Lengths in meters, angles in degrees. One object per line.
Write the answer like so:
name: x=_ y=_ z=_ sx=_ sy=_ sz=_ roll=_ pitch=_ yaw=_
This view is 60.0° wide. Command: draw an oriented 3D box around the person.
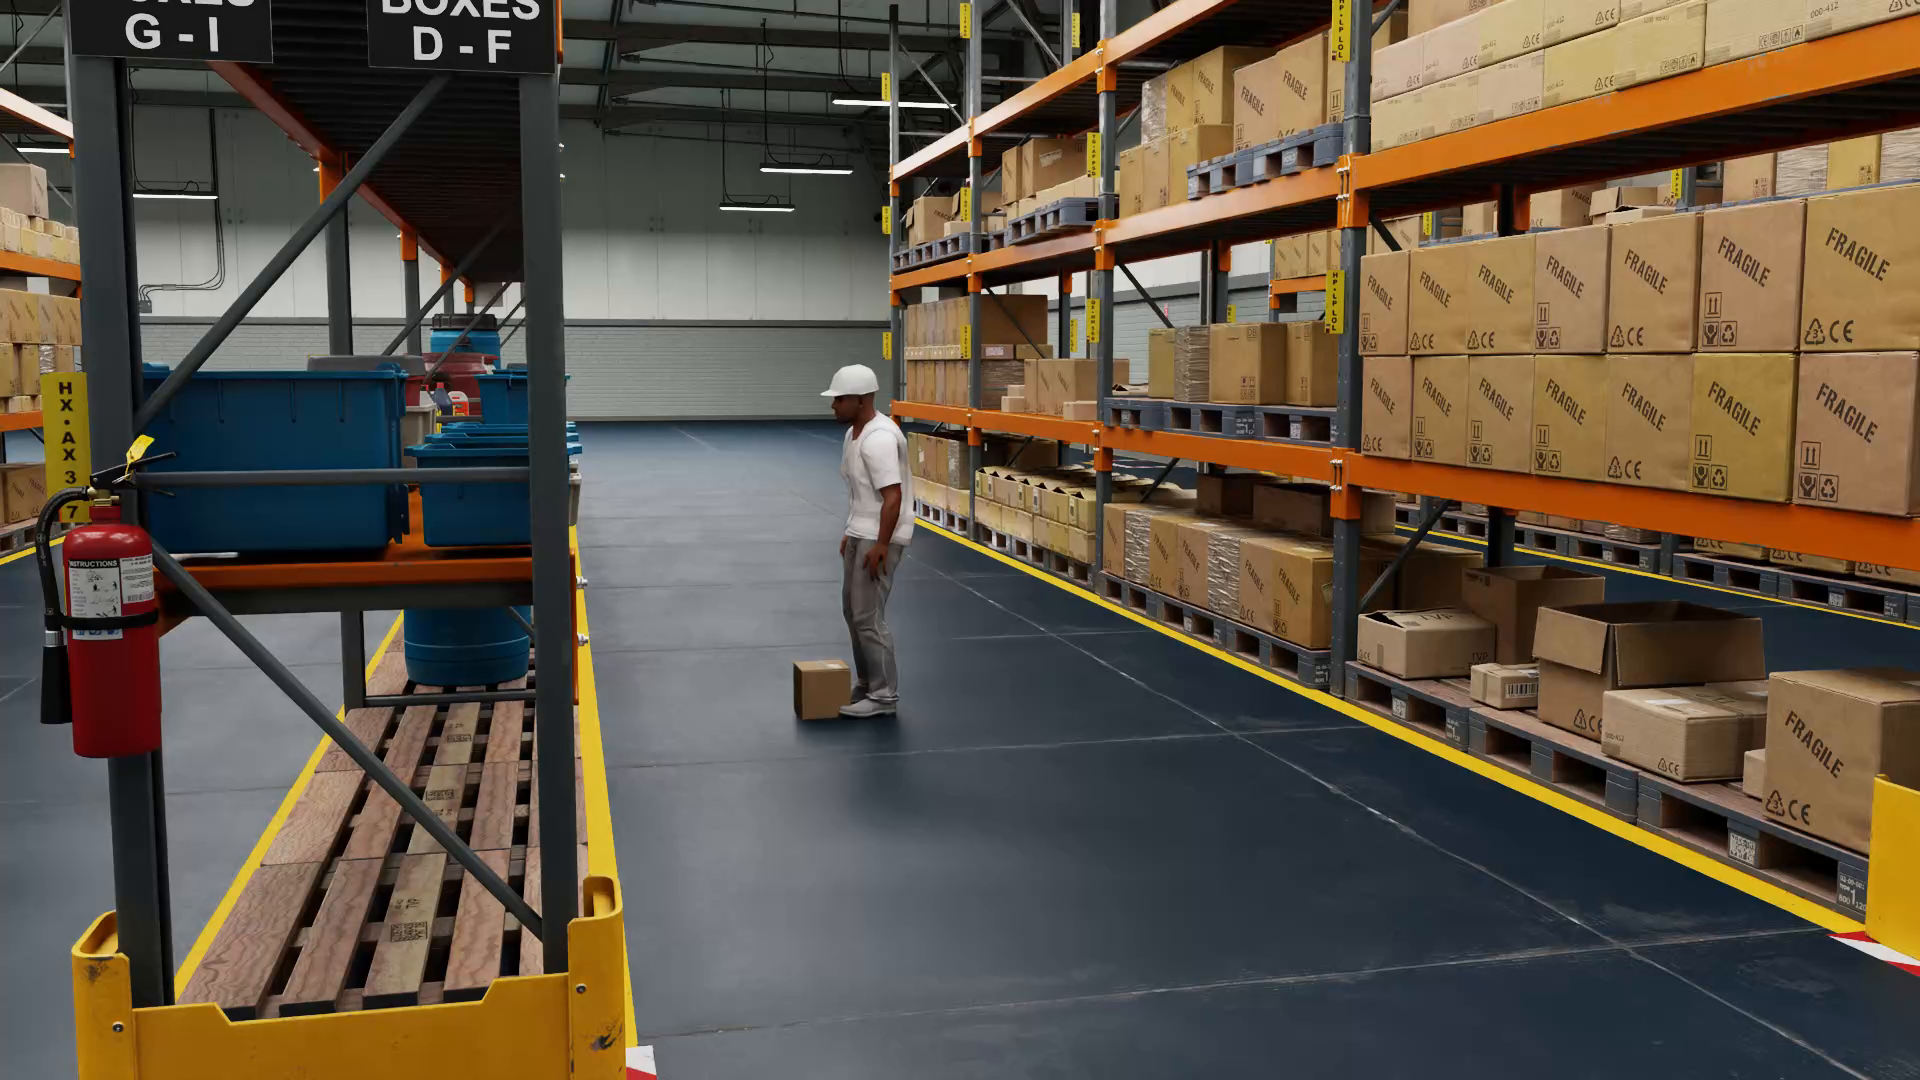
person: x=-0.472 y=0.000 z=8.382 sx=0.460 sy=1.759 sz=0.629 roll=-2 pitch=6 yaw=-17
